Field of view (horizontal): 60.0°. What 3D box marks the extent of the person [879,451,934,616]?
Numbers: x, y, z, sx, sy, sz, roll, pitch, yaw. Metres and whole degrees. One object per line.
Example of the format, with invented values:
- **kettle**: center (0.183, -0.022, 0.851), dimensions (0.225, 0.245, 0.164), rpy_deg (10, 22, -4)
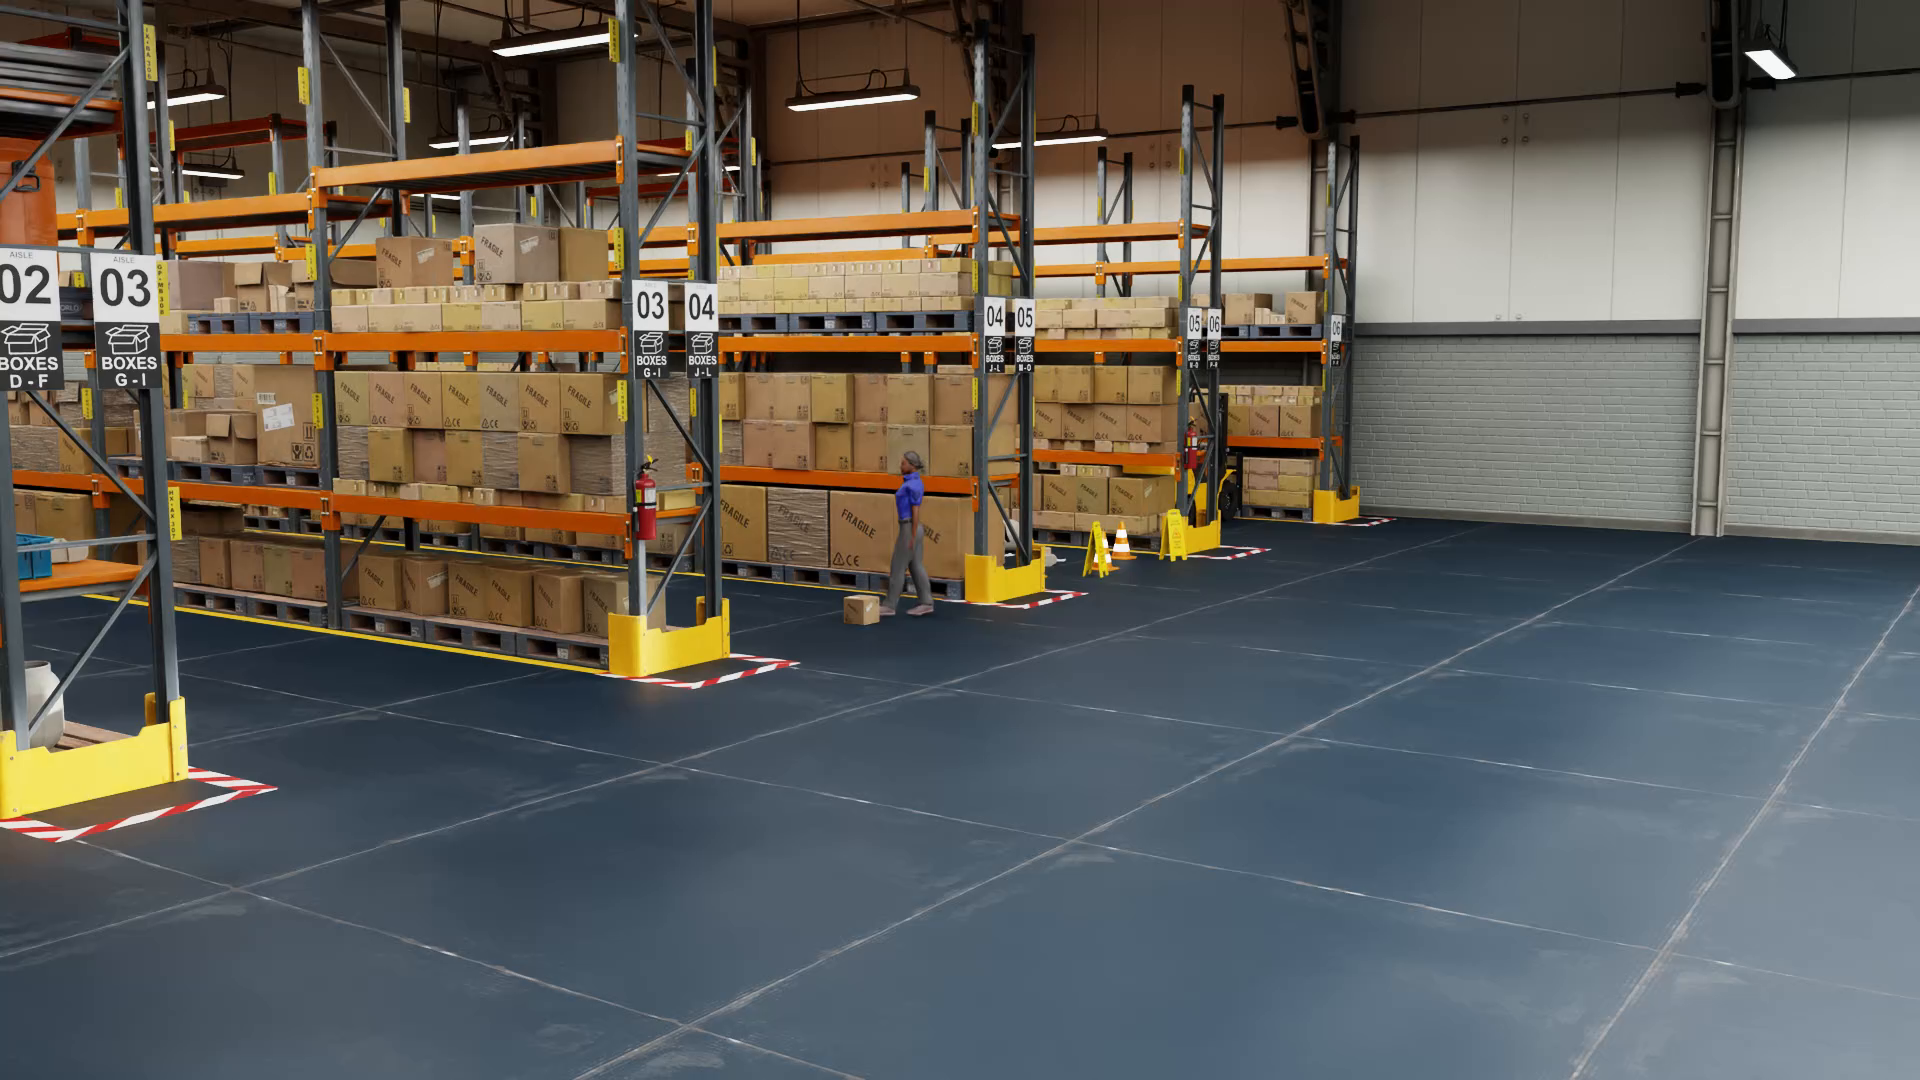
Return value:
- **person**: center (-0.597, -0.068, 16.585), dimensions (0.682, 1.645, 0.423), rpy_deg (-1, 6, -5)
